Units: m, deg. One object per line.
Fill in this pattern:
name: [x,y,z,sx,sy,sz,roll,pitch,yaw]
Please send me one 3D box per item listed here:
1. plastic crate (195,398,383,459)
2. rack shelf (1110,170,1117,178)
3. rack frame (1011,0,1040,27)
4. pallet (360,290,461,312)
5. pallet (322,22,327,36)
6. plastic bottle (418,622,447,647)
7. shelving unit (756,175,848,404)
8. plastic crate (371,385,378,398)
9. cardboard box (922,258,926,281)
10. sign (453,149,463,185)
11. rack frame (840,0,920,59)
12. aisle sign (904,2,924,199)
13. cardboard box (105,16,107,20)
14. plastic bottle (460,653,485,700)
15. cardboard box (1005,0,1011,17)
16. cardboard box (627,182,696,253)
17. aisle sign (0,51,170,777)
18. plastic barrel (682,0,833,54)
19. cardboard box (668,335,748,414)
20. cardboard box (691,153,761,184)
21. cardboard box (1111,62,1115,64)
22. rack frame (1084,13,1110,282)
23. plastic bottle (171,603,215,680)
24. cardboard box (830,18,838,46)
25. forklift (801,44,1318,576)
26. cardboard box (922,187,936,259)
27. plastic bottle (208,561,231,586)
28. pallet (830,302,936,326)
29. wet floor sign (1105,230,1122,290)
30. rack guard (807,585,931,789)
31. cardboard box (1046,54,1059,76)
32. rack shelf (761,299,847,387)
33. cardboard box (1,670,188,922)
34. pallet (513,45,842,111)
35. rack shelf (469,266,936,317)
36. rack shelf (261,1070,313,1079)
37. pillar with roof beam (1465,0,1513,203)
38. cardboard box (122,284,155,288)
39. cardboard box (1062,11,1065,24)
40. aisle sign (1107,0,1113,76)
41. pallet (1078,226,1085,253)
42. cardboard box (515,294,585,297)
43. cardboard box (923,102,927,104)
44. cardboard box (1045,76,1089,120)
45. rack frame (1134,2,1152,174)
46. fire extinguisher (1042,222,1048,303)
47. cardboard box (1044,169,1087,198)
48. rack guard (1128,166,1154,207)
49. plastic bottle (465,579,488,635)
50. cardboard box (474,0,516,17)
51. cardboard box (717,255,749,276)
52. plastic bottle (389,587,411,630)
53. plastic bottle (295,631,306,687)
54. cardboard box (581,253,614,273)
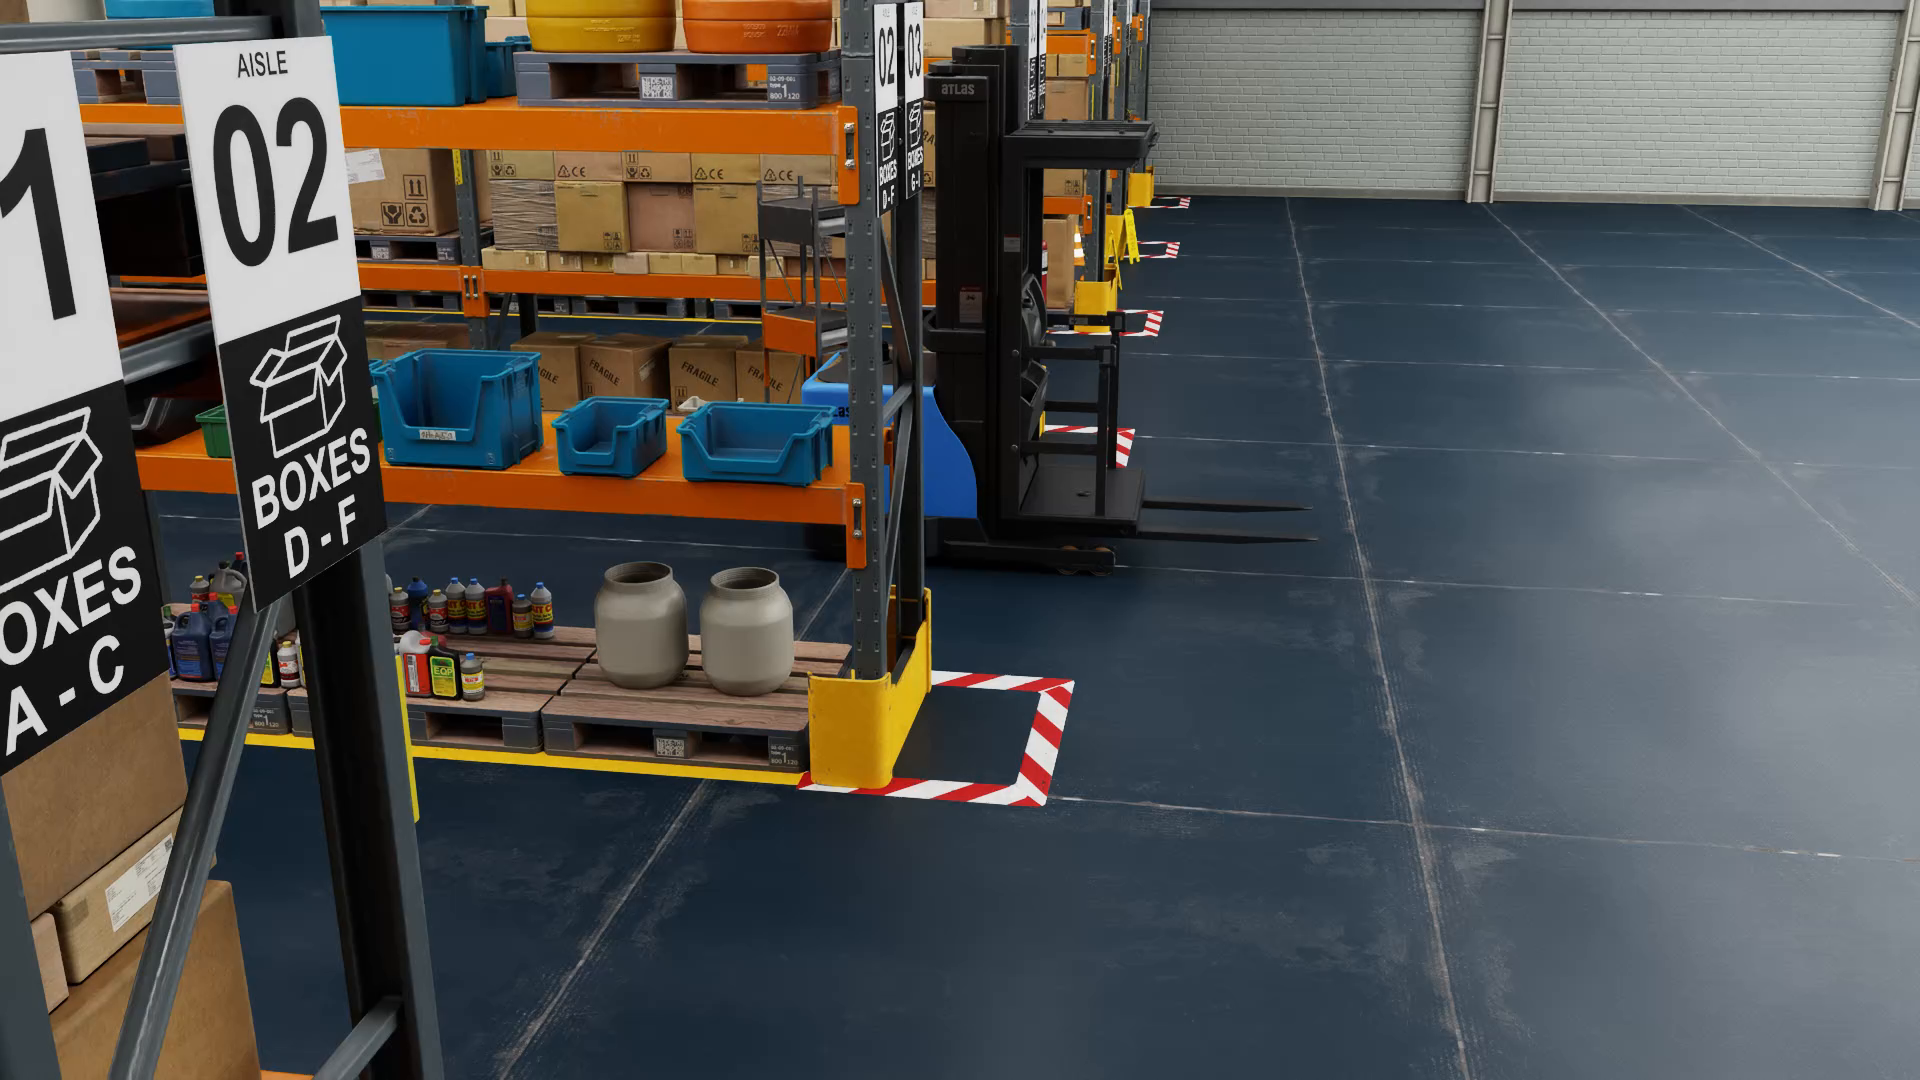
plastic crate: [-2.965,-0.499,7.402,0.662,0.188,0.450,3,19,9]
rack shelf: [0.072,-4.971,21.567,4.000,0.370,1.077,3,19,9]
rack frame: [0.474,-4.952,10.921,0.127,3.000,1.000,3,19,9]
pallet: [-5.771,-2.673,17.959,1.213,0.211,1.003,3,19,9]
pallet: [-4.068,-3.706,12.221,1.003,0.211,1.213,3,19,9]
plastic bottle: [-2.422,0.514,7.626,0.133,0.283,0.061,3,19,9]
shelving unit: [-0.957,-1.257,10.750,0.503,2.100,0.431,15,23,37]
plastic crate: [-2.617,-0.629,7.872,0.437,0.136,0.530,3,19,9]
cardboard box: [-0.341,-1.947,11.790,0.250,0.149,0.380,3,19,9]
sign: [-3.559,-2.683,11.771,0.005,0.325,0.100,3,19,9]
rack frame: [-0.311,-3.400,6.284,0.127,3.000,1.000,3,19,9]
aisle sign: [-0.194,-1.876,7.086,0.004,0.787,0.394,3,19,9]
cardboard box: [-5.985,-3.709,12.169,0.500,0.250,0.500,3,19,10]
plastic bottle: [-2.194,0.608,7.476,0.097,0.201,0.097,0,18,0]
cardboard box: [0.239,-3.734,11.616,0.250,0.149,0.380,3,19,8]
cardboard box: [-2.043,-2.425,12.197,0.500,0.500,0.875,3,19,9]
aisle sign: [-1.082,-0.141,1.901,0.004,0.787,0.394,3,19,9]
plastic barrel: [-0.811,-2.365,6.579,0.708,0.830,0.600,3,19,9]
cardboard box: [-1.894,-1.256,12.608,0.500,0.500,0.500,1,19,4]
cardboard box: [-1.588,-2.797,11.733,0.500,0.500,0.500,3,19,9]
cardboard box: [2.280,-7.380,25.983,0.250,0.149,0.380,4,19,11]
rack frame: [1.361,-3.656,16.502,0.127,3.000,1.000,3,19,9]
plastic bottle: [-3.529,0.462,7.678,0.185,0.351,0.144,3,19,10]
cardboard box: [-1.040,-3.456,11.413,0.500,0.250,0.500,3,19,10]
forklift: [0.622,-1.359,9.747,3.031,2.935,1.130,3,19,8]
cardboard box: [-0.064,-2.332,11.918,0.500,0.500,0.875,3,19,9]
plastic bottle: [-3.733,0.244,8.435,0.133,0.283,0.061,4,19,11]
pallet: [-0.642,-2.411,17.177,1.213,0.211,1.003,3,19,9]
wet floor sign: [1.704,-3.158,18.725,0.232,0.644,0.267,0,19,-1]
rack guard: [-0.394,0.641,7.600,0.348,0.500,1.175,3,19,9]
cardboard box: [1.009,-5.860,20.886,0.500,0.500,0.700,3,19,9]
rack shelf: [-0.957,-1.244,10.754,0.480,0.518,0.431,15,23,37]
cardboard box: [-1.612,0.303,2.467,0.500,0.500,0.700,3,19,9]
pallet: [-1.112,-1.961,7.006,1.213,0.211,1.003,3,19,9]
rack shelf: [-1.500,-1.867,12.288,4.000,0.370,1.077,3,19,9]
rack shelf: [-3.075,1.237,3.013,4.000,0.370,1.077,3,19,9]
pillar with roof beam: [7.527,-8.279,20.863,0.400,9.000,9.100,3,19,9]
cardboard box: [-6.758,-1.864,13.212,0.500,0.250,0.500,4,19,11]
cardboard box: [1.399,-6.448,20.514,0.250,0.149,0.380,3,19,9]
aisle sign: [1.479,-4.979,16.360,0.004,0.787,0.394,3,19,9]
pallet: [1.175,-3.945,21.761,1.213,0.211,1.003,3,19,9]
cardboard box: [-4.167,-3.042,17.552,0.750,0.750,1.050,3,19,9]
cardboard box: [-0.518,-2.910,12.071,0.500,0.500,0.500,3,19,9]
cardboard box: [1.001,-4.270,16.399,0.550,0.550,0.875,3,19,9]
rack frame: [2.830,-6.767,25.800,0.127,3.000,1.000,3,19,9]
fire extinguisher: [0.514,-1.920,11.437,0.183,0.674,0.296,3,19,9]
cardboard box: [0.987,-3.731,16.492,0.550,0.550,0.875,3,19,9]
rack guard: [2.854,-5.580,26.193,0.348,0.500,1.175,3,19,9]
plastic bottle: [-2.390,0.324,8.215,0.097,0.271,0.097,0,18,0]
cardboard box: [-3.203,-3.736,11.622,0.250,0.149,0.380,2,19,7]
cardboard box: [-1.573,-2.015,11.992,0.250,0.149,0.380,3,19,9]
plastic bottle: [-2.790,0.337,8.287,0.097,0.201,0.097,0,18,0]
plastic bottle: [-2.923,0.492,7.585,0.185,0.351,0.144,3,19,8]
cardboard box: [-2.566,-2.054,12.110,0.250,0.149,0.380,3,19,9]
